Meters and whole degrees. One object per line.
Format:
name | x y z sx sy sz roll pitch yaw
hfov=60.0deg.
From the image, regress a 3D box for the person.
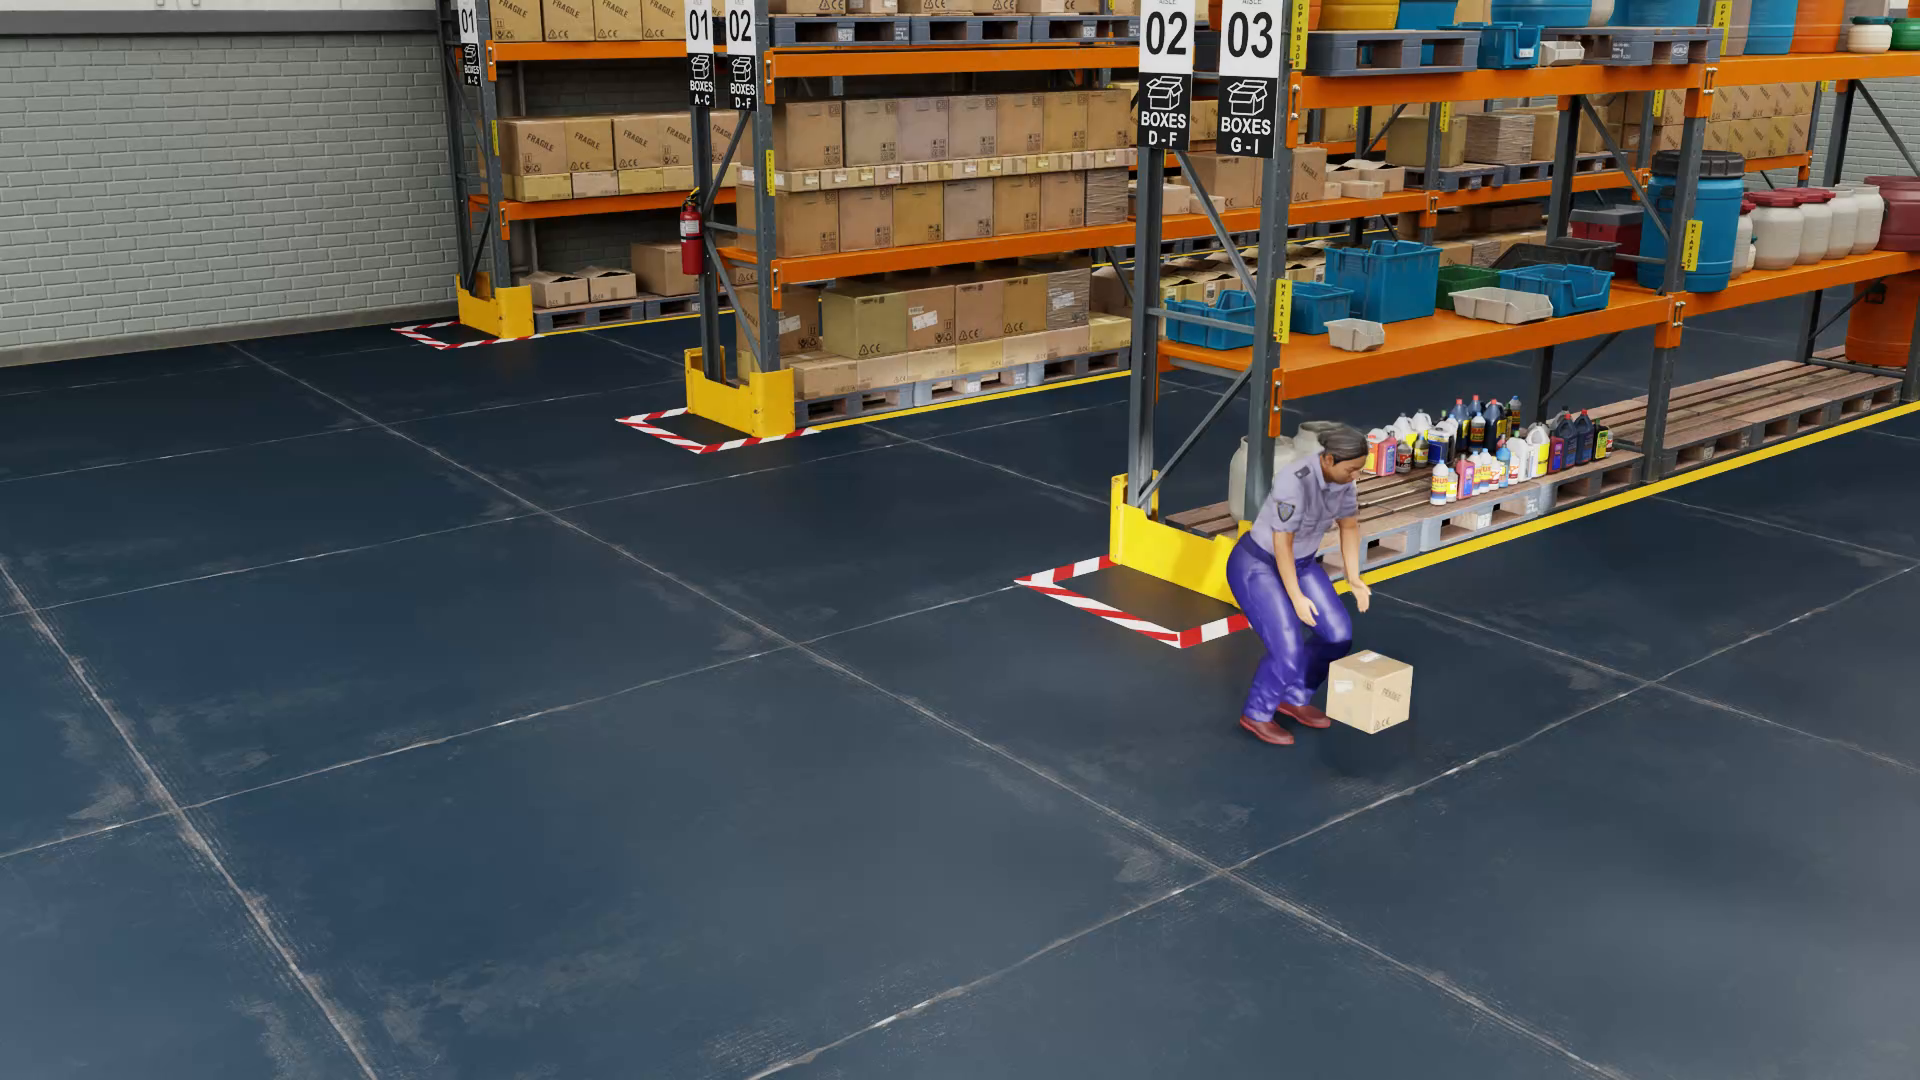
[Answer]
person | 1.517 0.165 7.413 0.530 1.446 0.593 -13 22 -36
